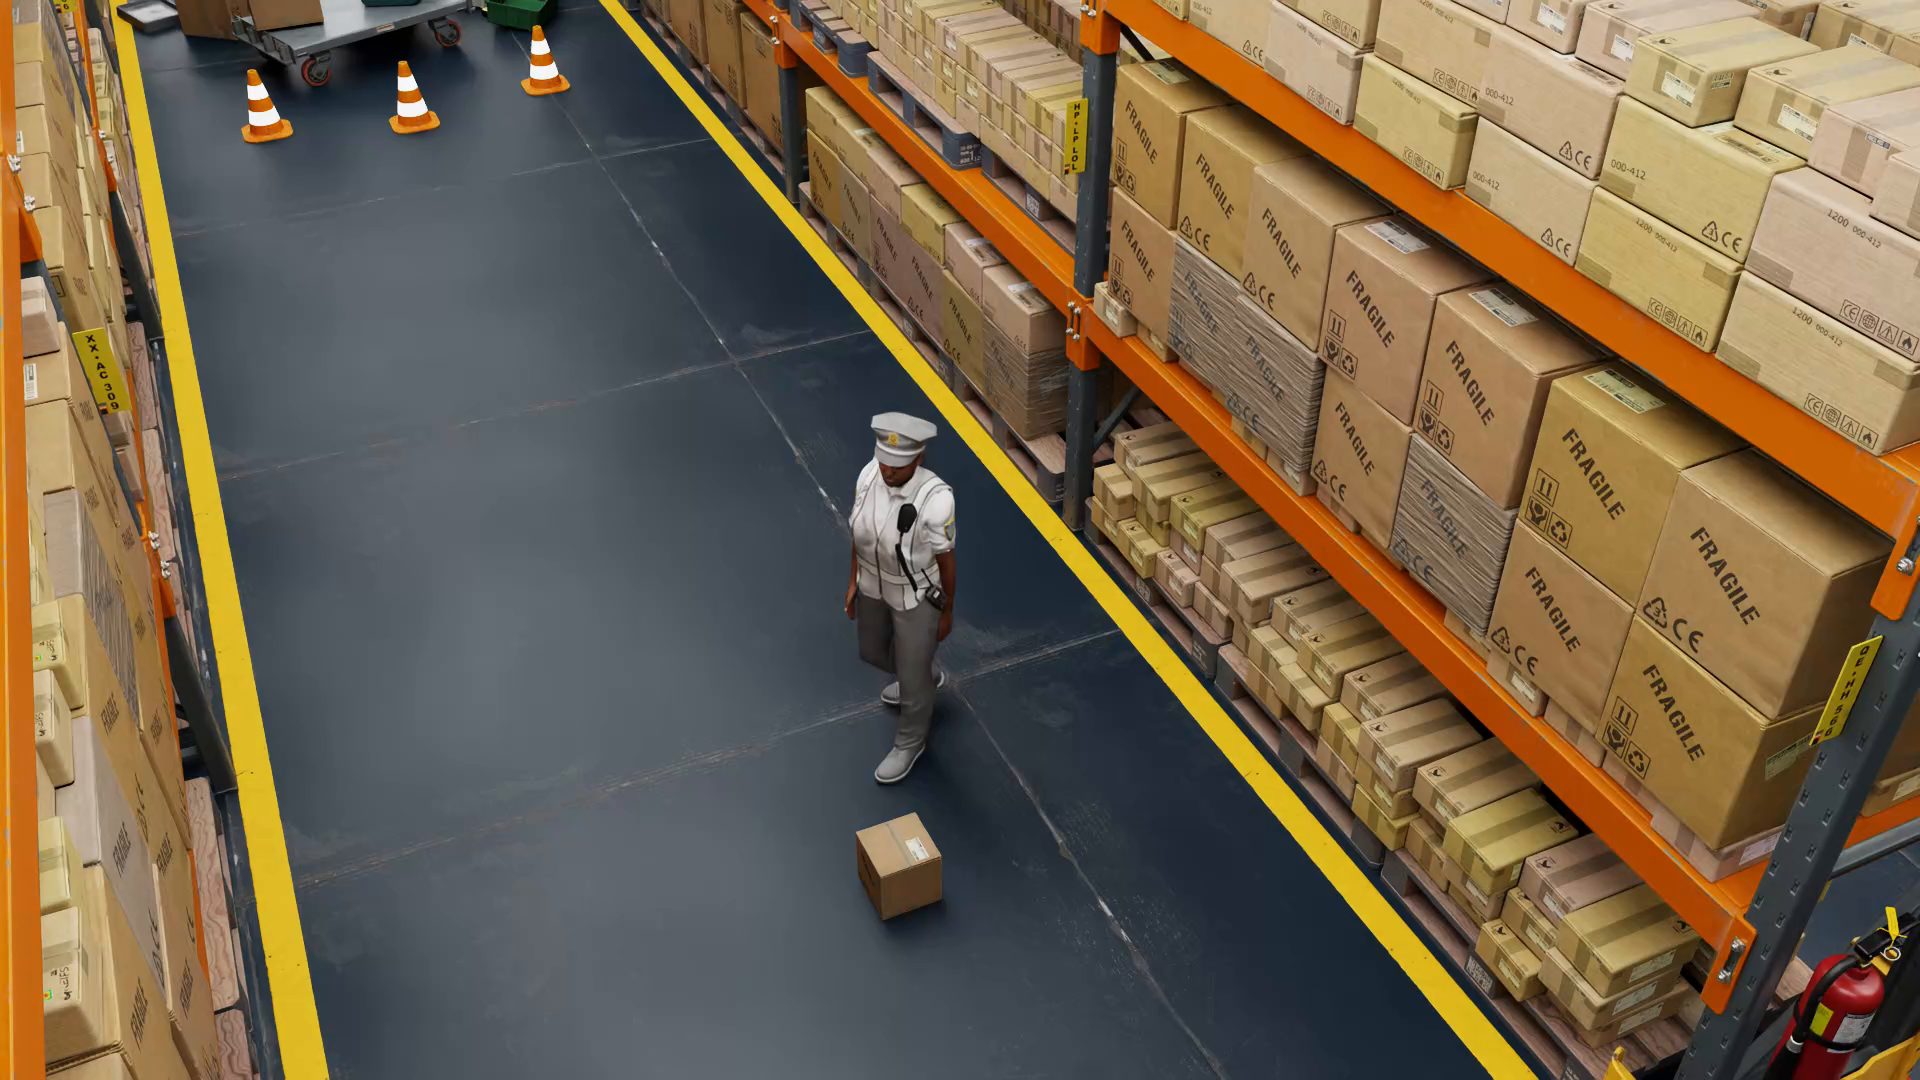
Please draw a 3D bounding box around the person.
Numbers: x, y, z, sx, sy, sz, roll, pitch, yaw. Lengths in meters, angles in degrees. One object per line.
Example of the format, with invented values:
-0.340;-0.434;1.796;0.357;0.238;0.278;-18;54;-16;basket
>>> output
-0.213;0.180;6.597;0.485;1.680;0.580;26;44;29;person
